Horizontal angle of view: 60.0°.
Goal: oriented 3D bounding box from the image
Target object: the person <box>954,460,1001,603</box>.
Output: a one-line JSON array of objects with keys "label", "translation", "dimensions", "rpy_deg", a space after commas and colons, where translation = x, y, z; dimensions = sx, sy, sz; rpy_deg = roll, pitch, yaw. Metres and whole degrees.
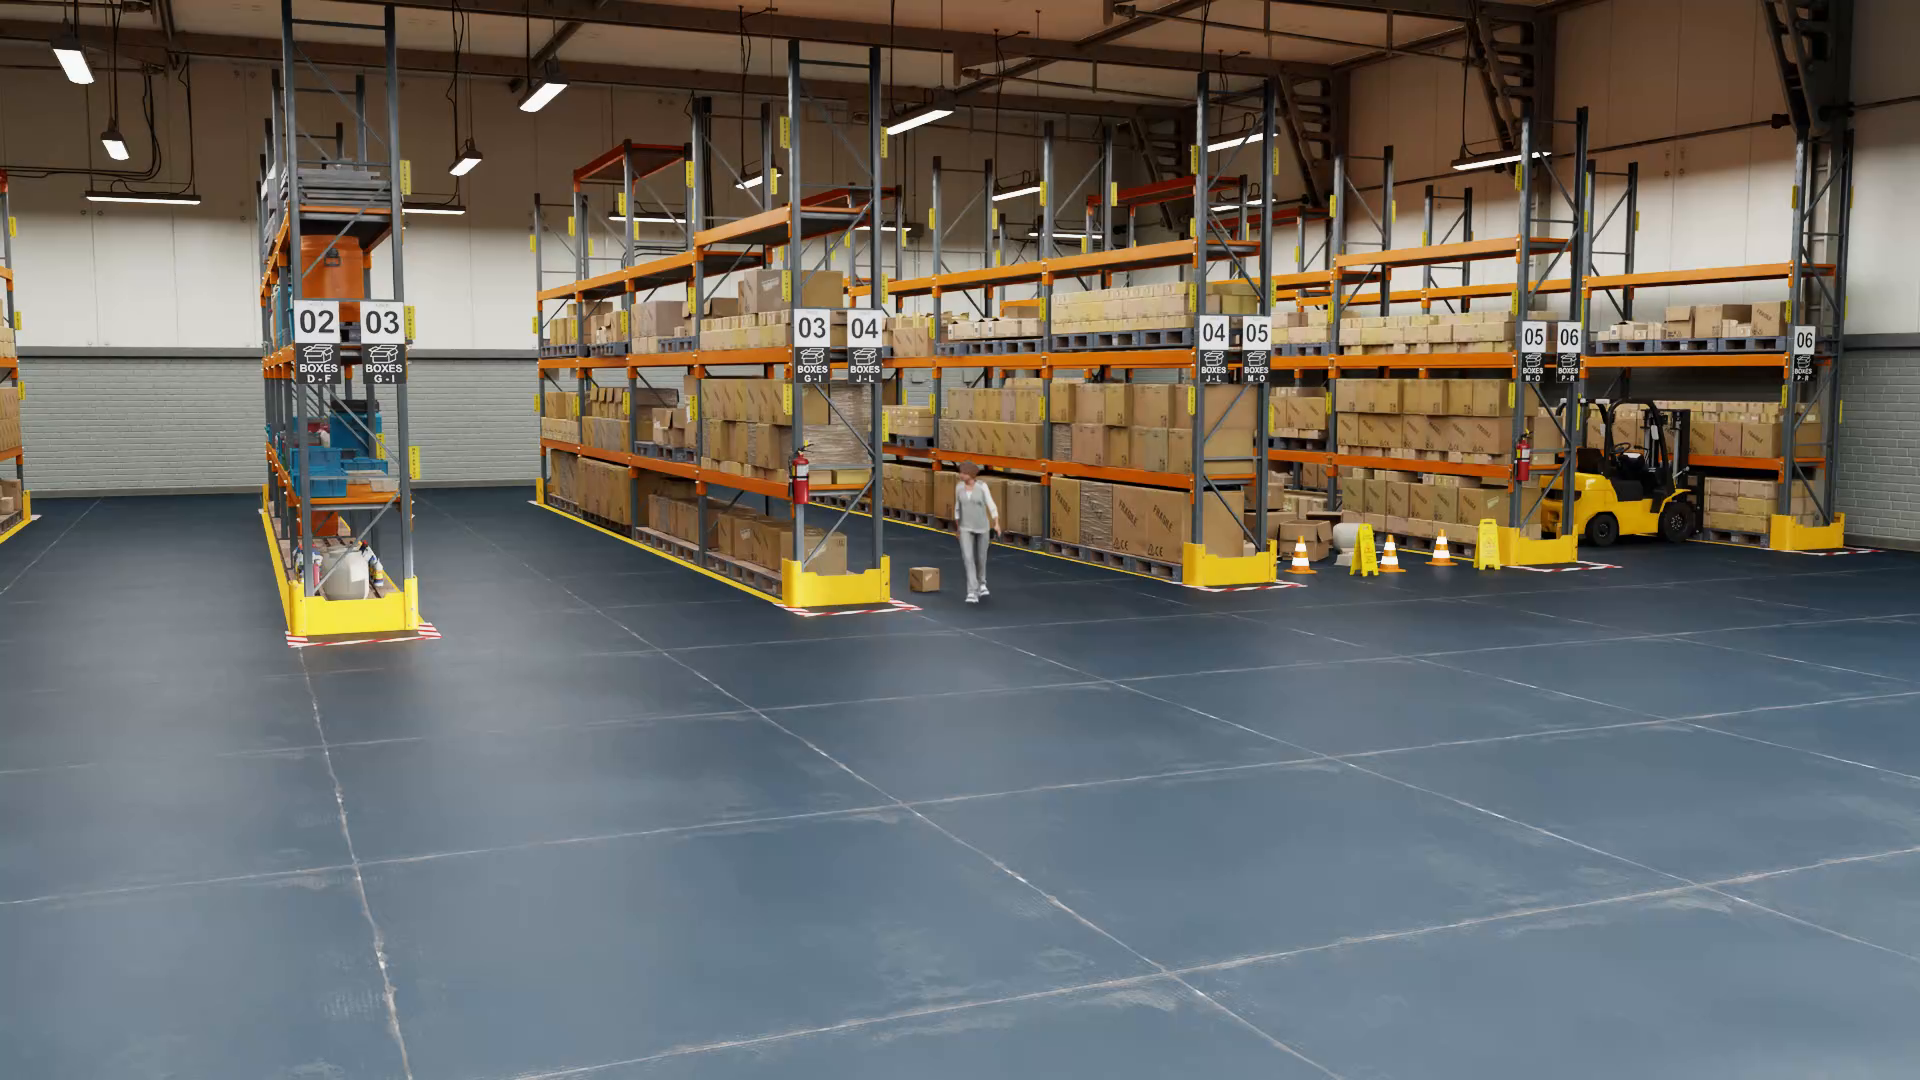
[{"label": "person", "translation": [0.194, -0.105, 18.230], "dimensions": [0.524, 1.534, 0.925], "rpy_deg": [0, 6, 3]}]
